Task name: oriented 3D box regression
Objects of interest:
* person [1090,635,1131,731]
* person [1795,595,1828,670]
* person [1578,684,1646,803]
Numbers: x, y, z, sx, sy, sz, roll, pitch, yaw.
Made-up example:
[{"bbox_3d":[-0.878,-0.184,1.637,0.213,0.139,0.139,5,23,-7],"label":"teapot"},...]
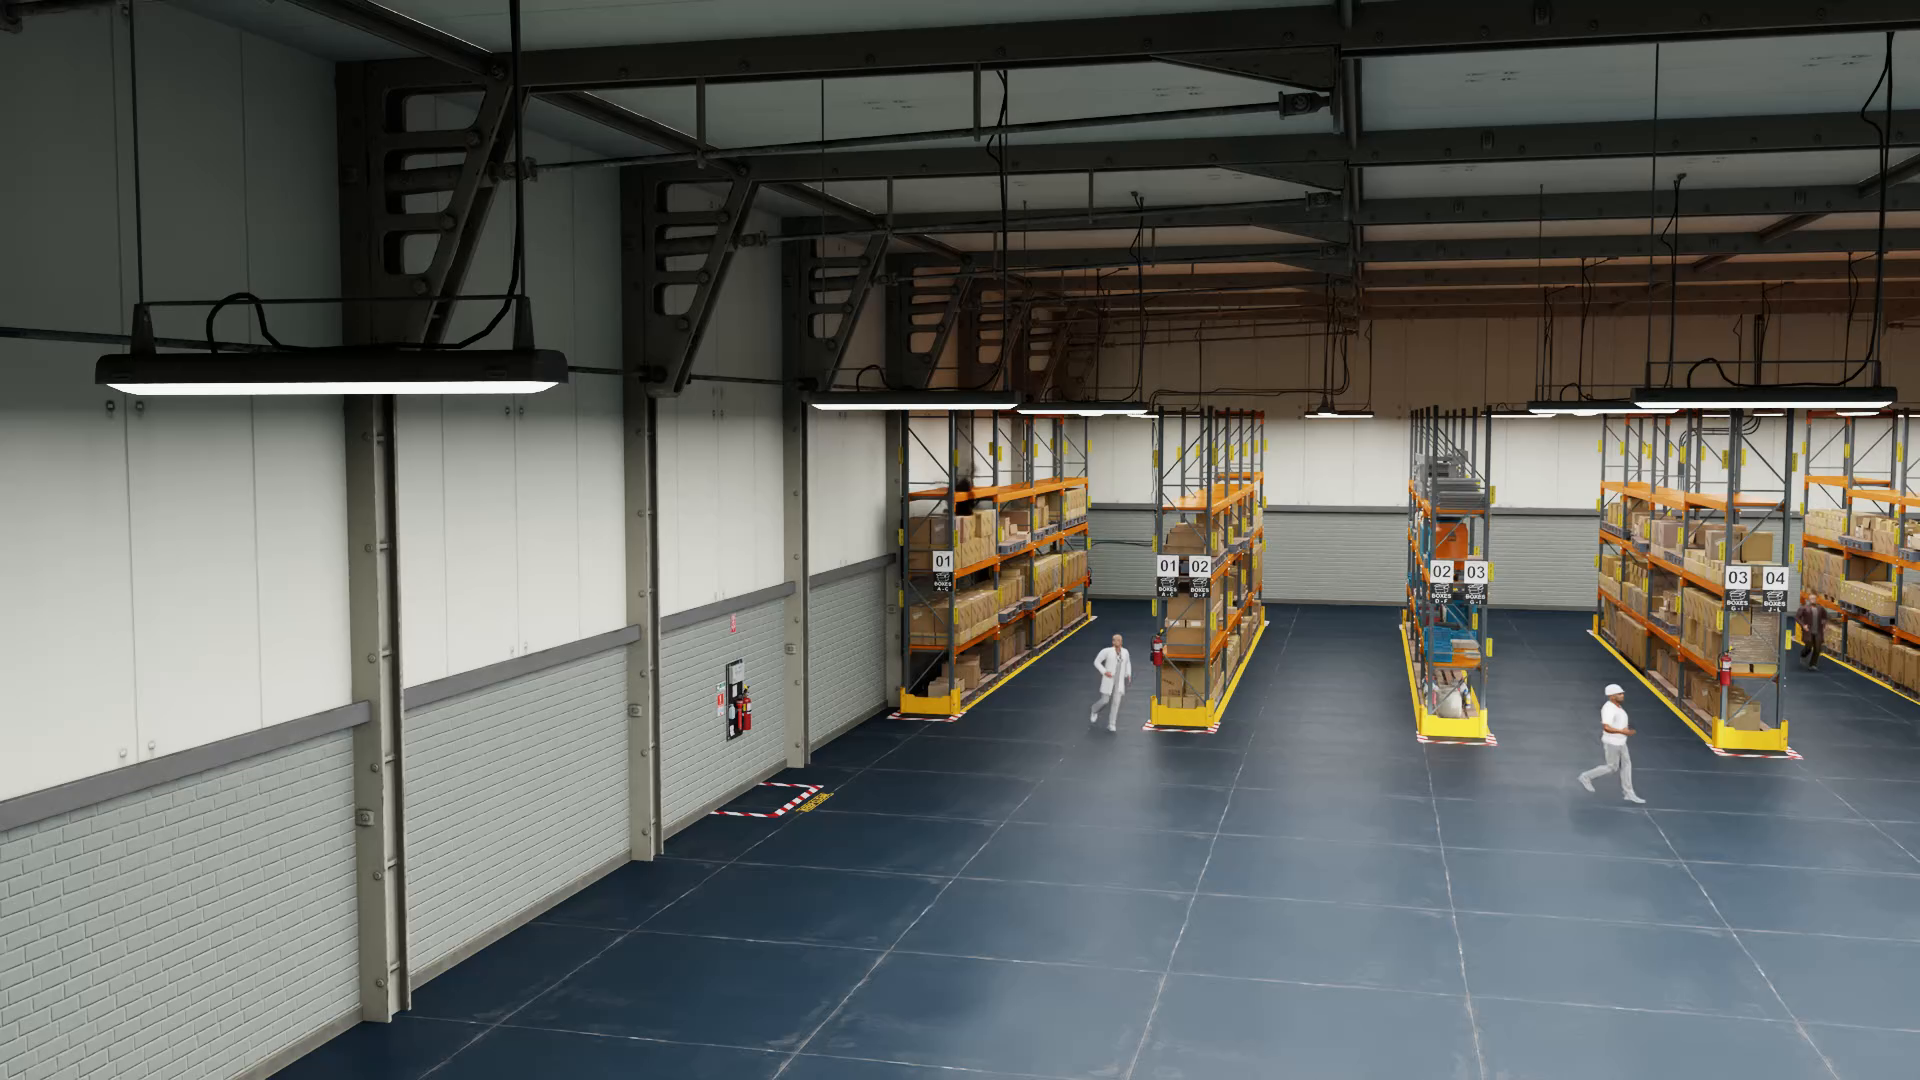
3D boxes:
[{"bbox_3d":[2.878,2.725,30.941,0.774,1.535,0.984,-1,4,-17],"label":"person"},{"bbox_3d":[19.590,2.115,38.226,0.710,1.723,0.667,1,4,10],"label":"person"},{"bbox_3d":[9.809,3.042,24.961,0.956,1.762,0.700,3,5,35],"label":"person"}]
